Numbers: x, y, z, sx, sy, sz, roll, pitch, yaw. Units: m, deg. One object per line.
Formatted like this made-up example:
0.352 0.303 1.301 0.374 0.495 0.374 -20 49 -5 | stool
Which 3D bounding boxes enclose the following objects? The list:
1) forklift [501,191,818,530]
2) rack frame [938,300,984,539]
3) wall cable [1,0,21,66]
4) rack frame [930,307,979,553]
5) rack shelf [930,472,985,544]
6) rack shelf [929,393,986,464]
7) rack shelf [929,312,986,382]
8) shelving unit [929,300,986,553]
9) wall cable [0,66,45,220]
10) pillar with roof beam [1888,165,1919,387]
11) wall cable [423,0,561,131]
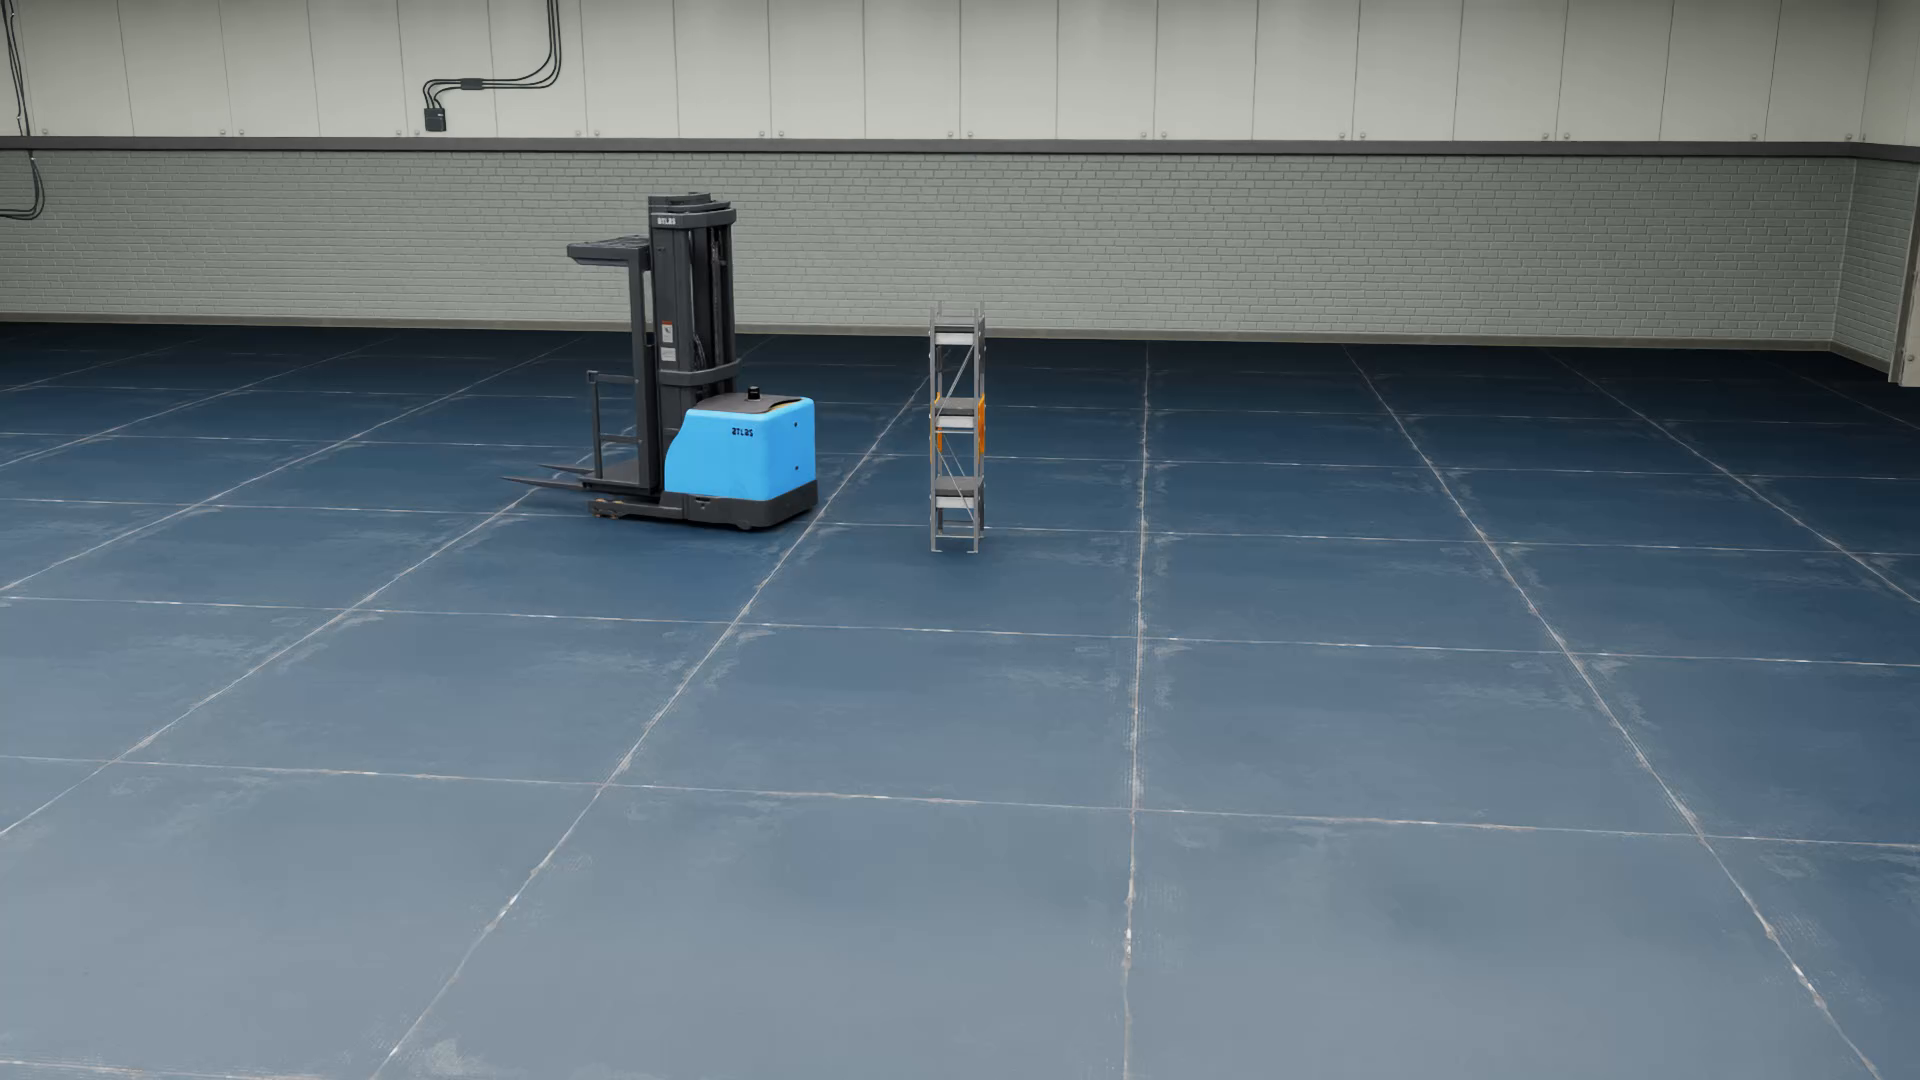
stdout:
-2.906 -1.730 15.446 3.031 2.935 1.130 6 16 22 | forklift
0.009 -1.034 14.463 0.400 2.100 0.015 2 15 6 | rack frame
-14.196 -8.962 26.838 3.097 2.526 0.112 2 15 6 | wall cable
-0.046 -0.907 13.995 0.400 2.100 0.015 2 15 6 | rack frame
-0.019 -0.282 14.415 0.431 0.518 0.480 2 15 6 | rack shelf
-0.019 -0.957 14.233 0.431 0.518 0.480 2 15 6 | rack shelf
-0.019 -1.633 14.050 0.431 0.518 0.480 2 15 6 | rack shelf
-0.019 -0.971 14.229 0.431 2.100 0.503 2 15 6 | shelving unit
-16.884 -6.603 27.792 3.097 2.526 0.112 2 15 6 | wall cable
8.491 -6.576 21.743 9.100 9.000 0.400 2 15 6 | pillar with roof beam
-7.453 -9.460 25.893 2.305 6.003 0.169 2 15 6 | wall cable
